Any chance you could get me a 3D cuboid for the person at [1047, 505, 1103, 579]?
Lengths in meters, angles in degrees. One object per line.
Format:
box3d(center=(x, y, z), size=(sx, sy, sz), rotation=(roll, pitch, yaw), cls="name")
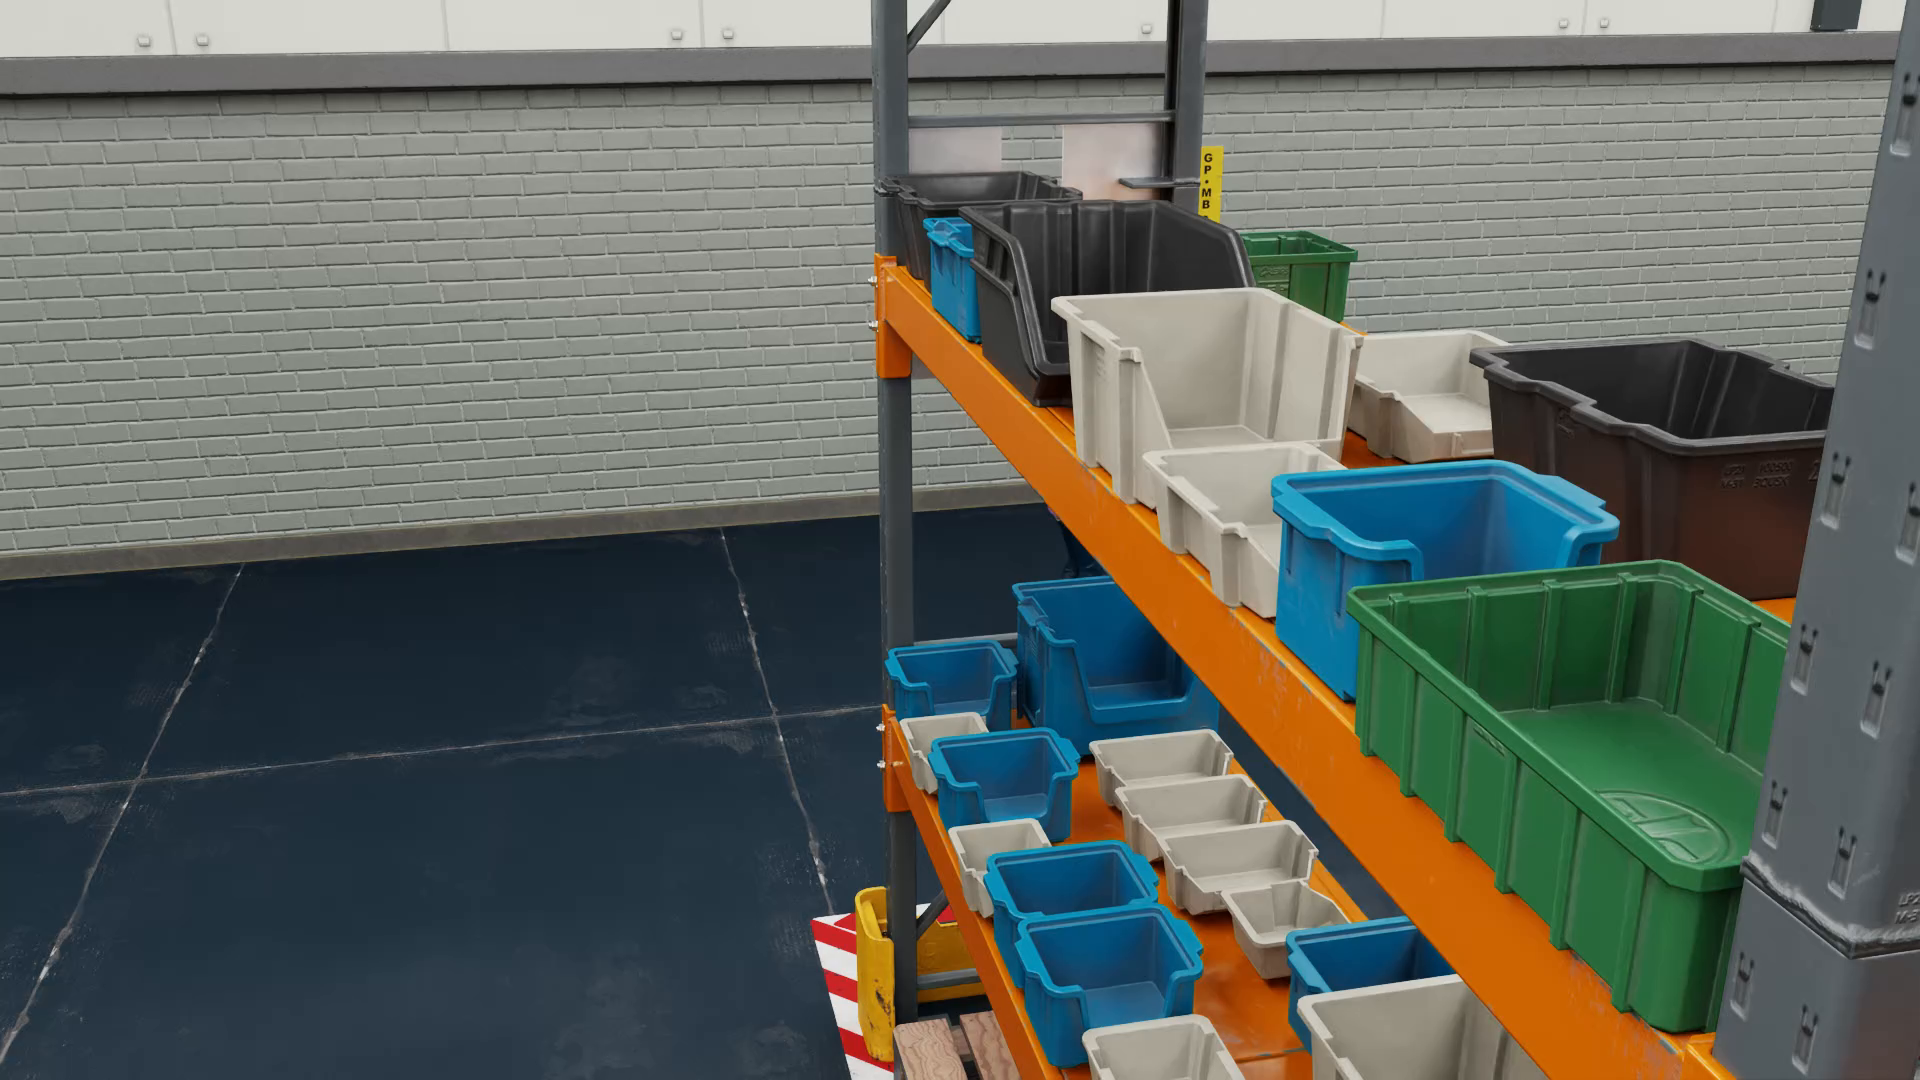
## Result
box3d(center=(0.655, -0.068, 9.072), size=(0.346, 1.391, 0.472), rotation=(-6, 21, -15), cls="person")
